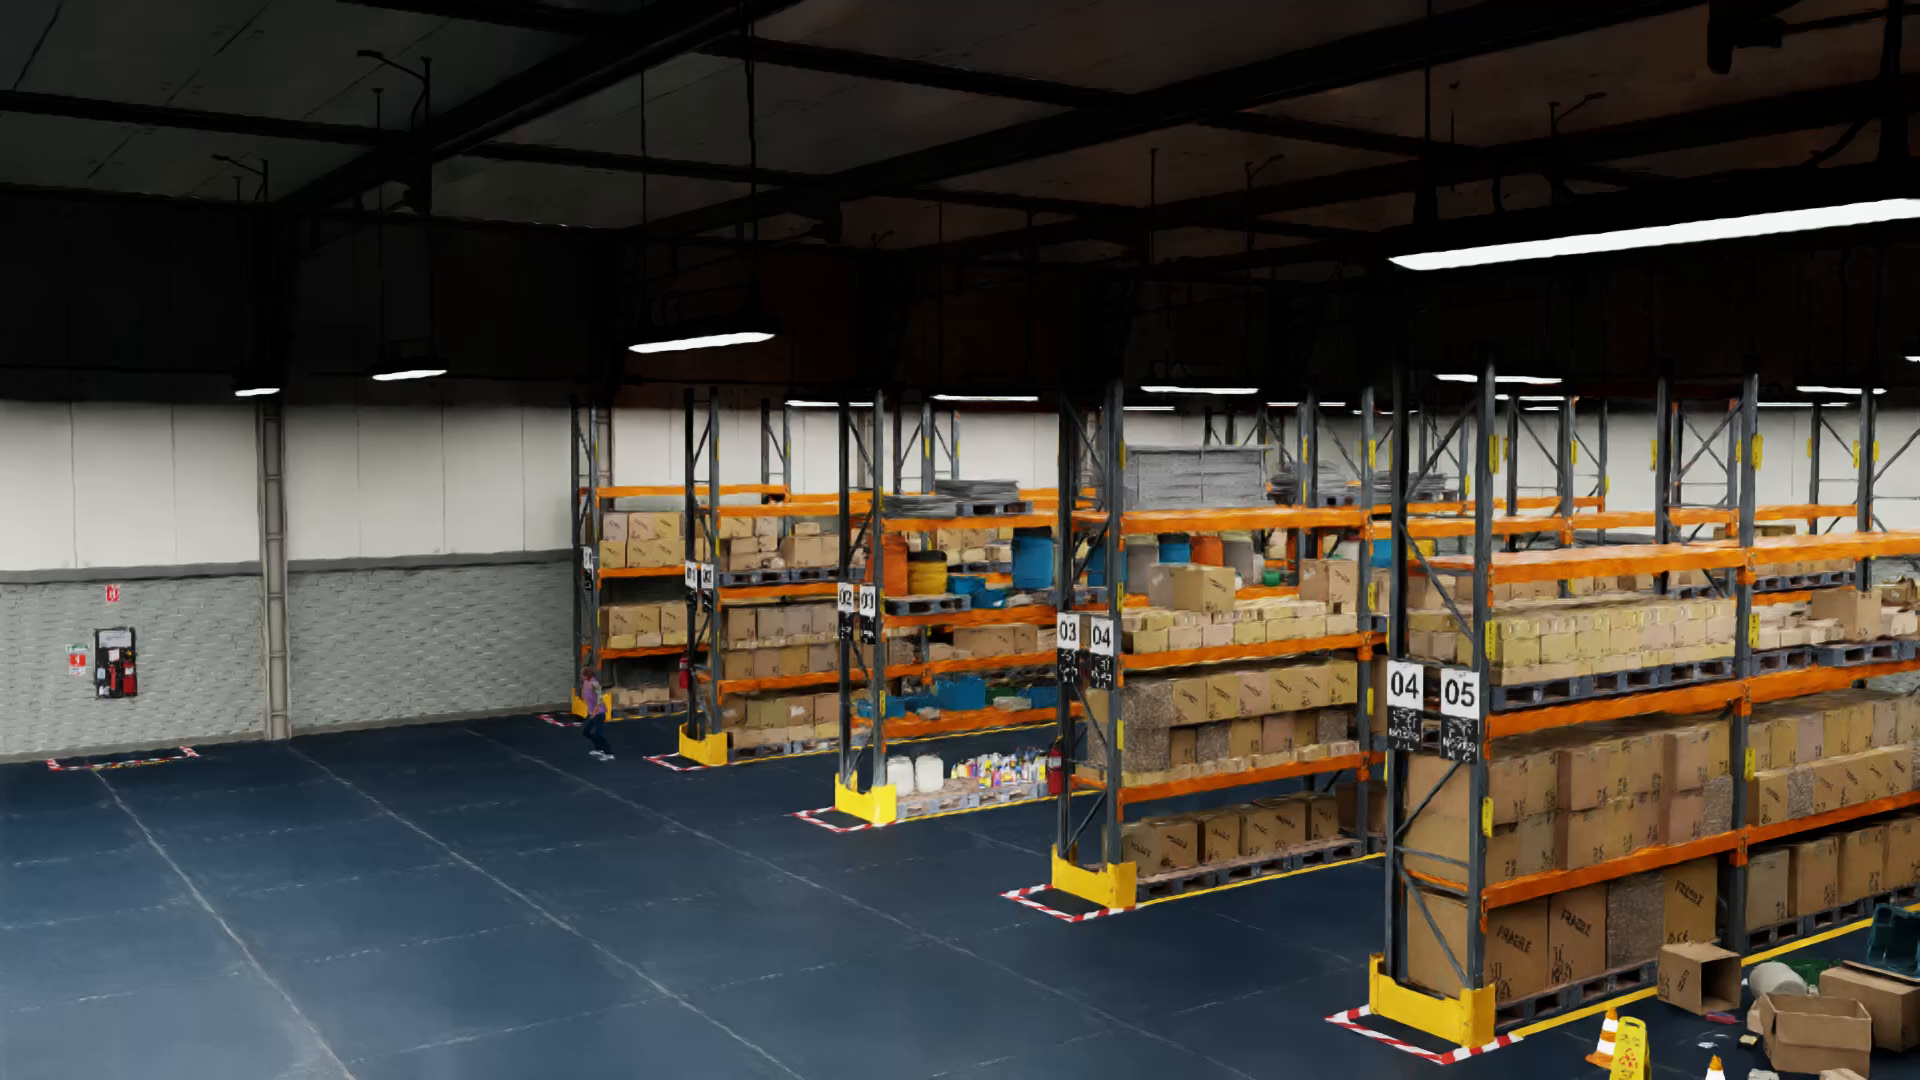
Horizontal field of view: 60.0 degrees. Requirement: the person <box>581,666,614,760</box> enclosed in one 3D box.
[{"bbox_3d":[-5.878,2.783,26.885,0.519,1.541,0.566,-3,4,-37],"label":"person"}]
